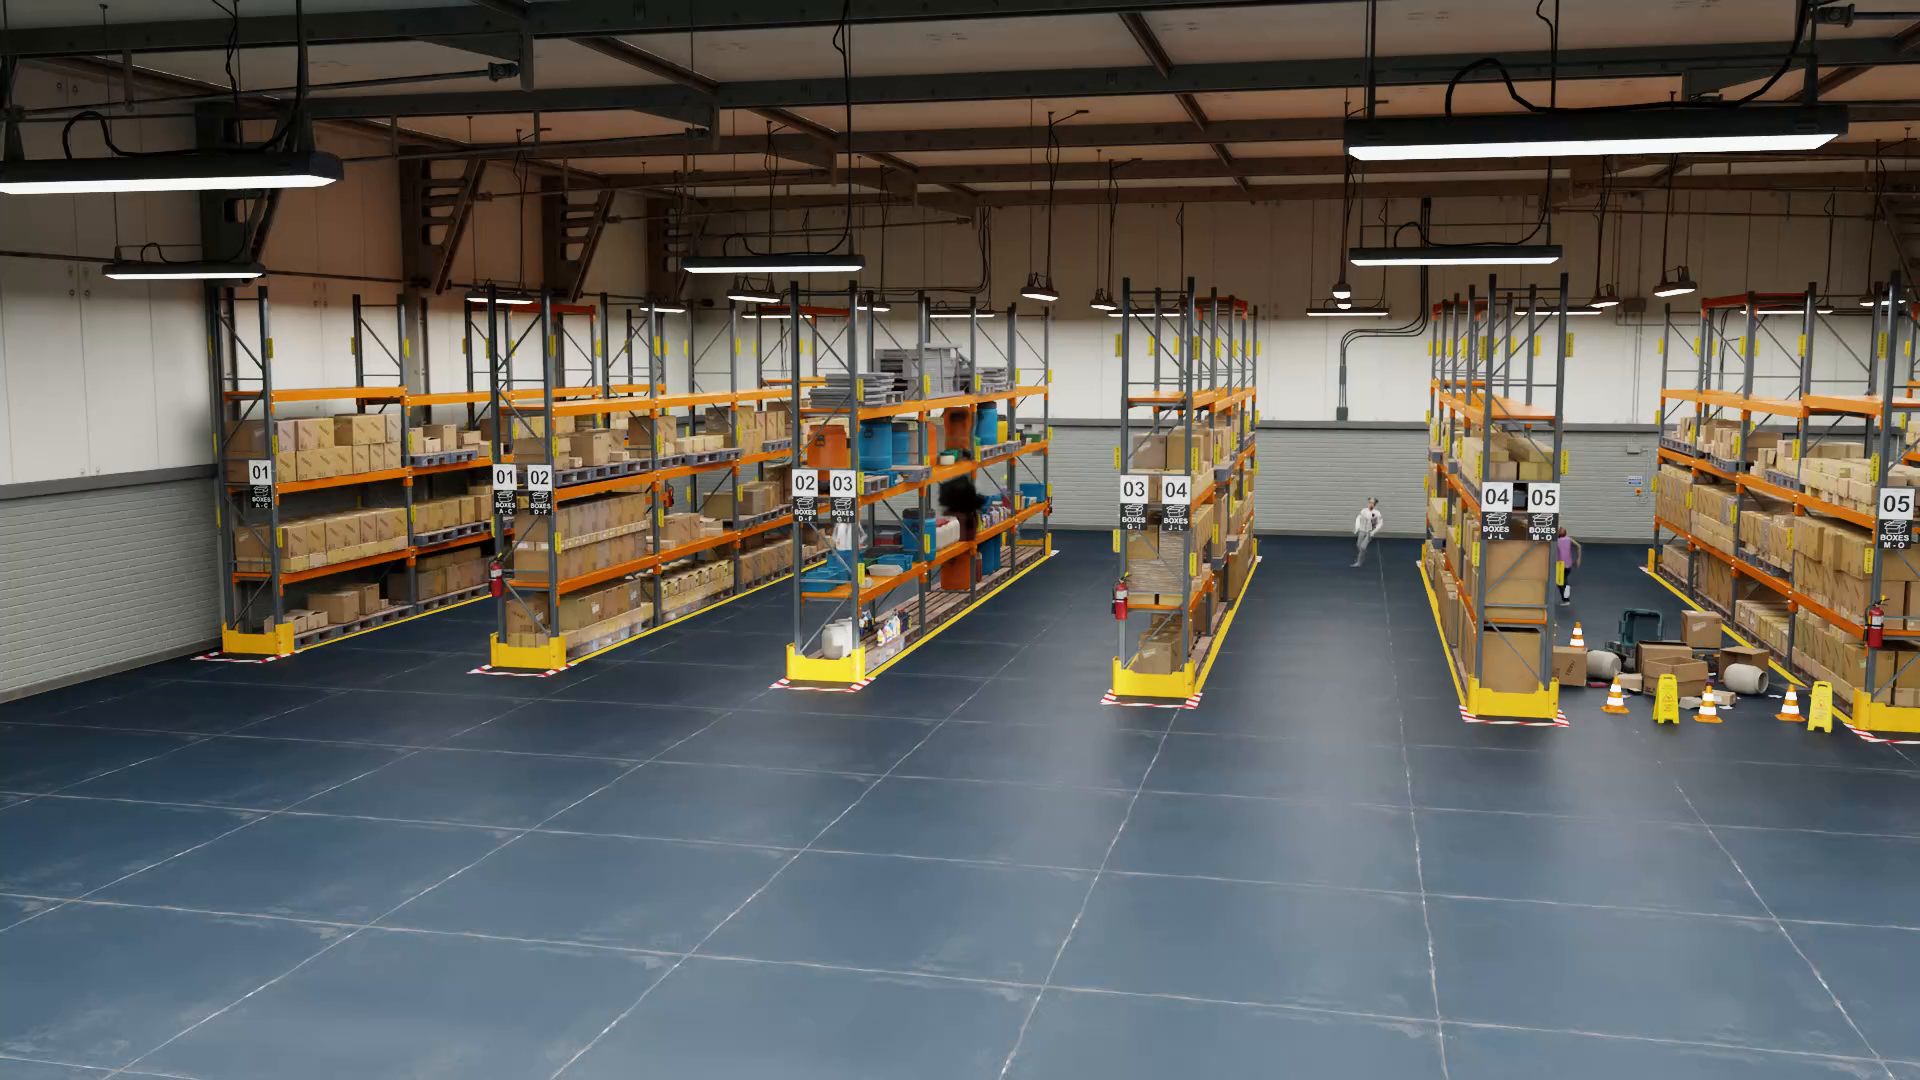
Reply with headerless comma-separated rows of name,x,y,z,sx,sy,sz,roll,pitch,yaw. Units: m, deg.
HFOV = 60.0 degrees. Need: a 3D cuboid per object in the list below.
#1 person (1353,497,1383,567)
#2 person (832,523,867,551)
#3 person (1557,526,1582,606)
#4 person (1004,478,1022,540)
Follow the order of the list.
person,9.371,-0.182,38.149,0.646,1.619,0.513,4,8,32
person,-2.118,0.233,31.537,0.669,1.753,0.697,1,7,9
person,11.811,0.507,32.572,0.573,1.546,0.602,0,7,3
person,1.272,-0.784,42.809,0.948,1.767,0.710,3,7,24
